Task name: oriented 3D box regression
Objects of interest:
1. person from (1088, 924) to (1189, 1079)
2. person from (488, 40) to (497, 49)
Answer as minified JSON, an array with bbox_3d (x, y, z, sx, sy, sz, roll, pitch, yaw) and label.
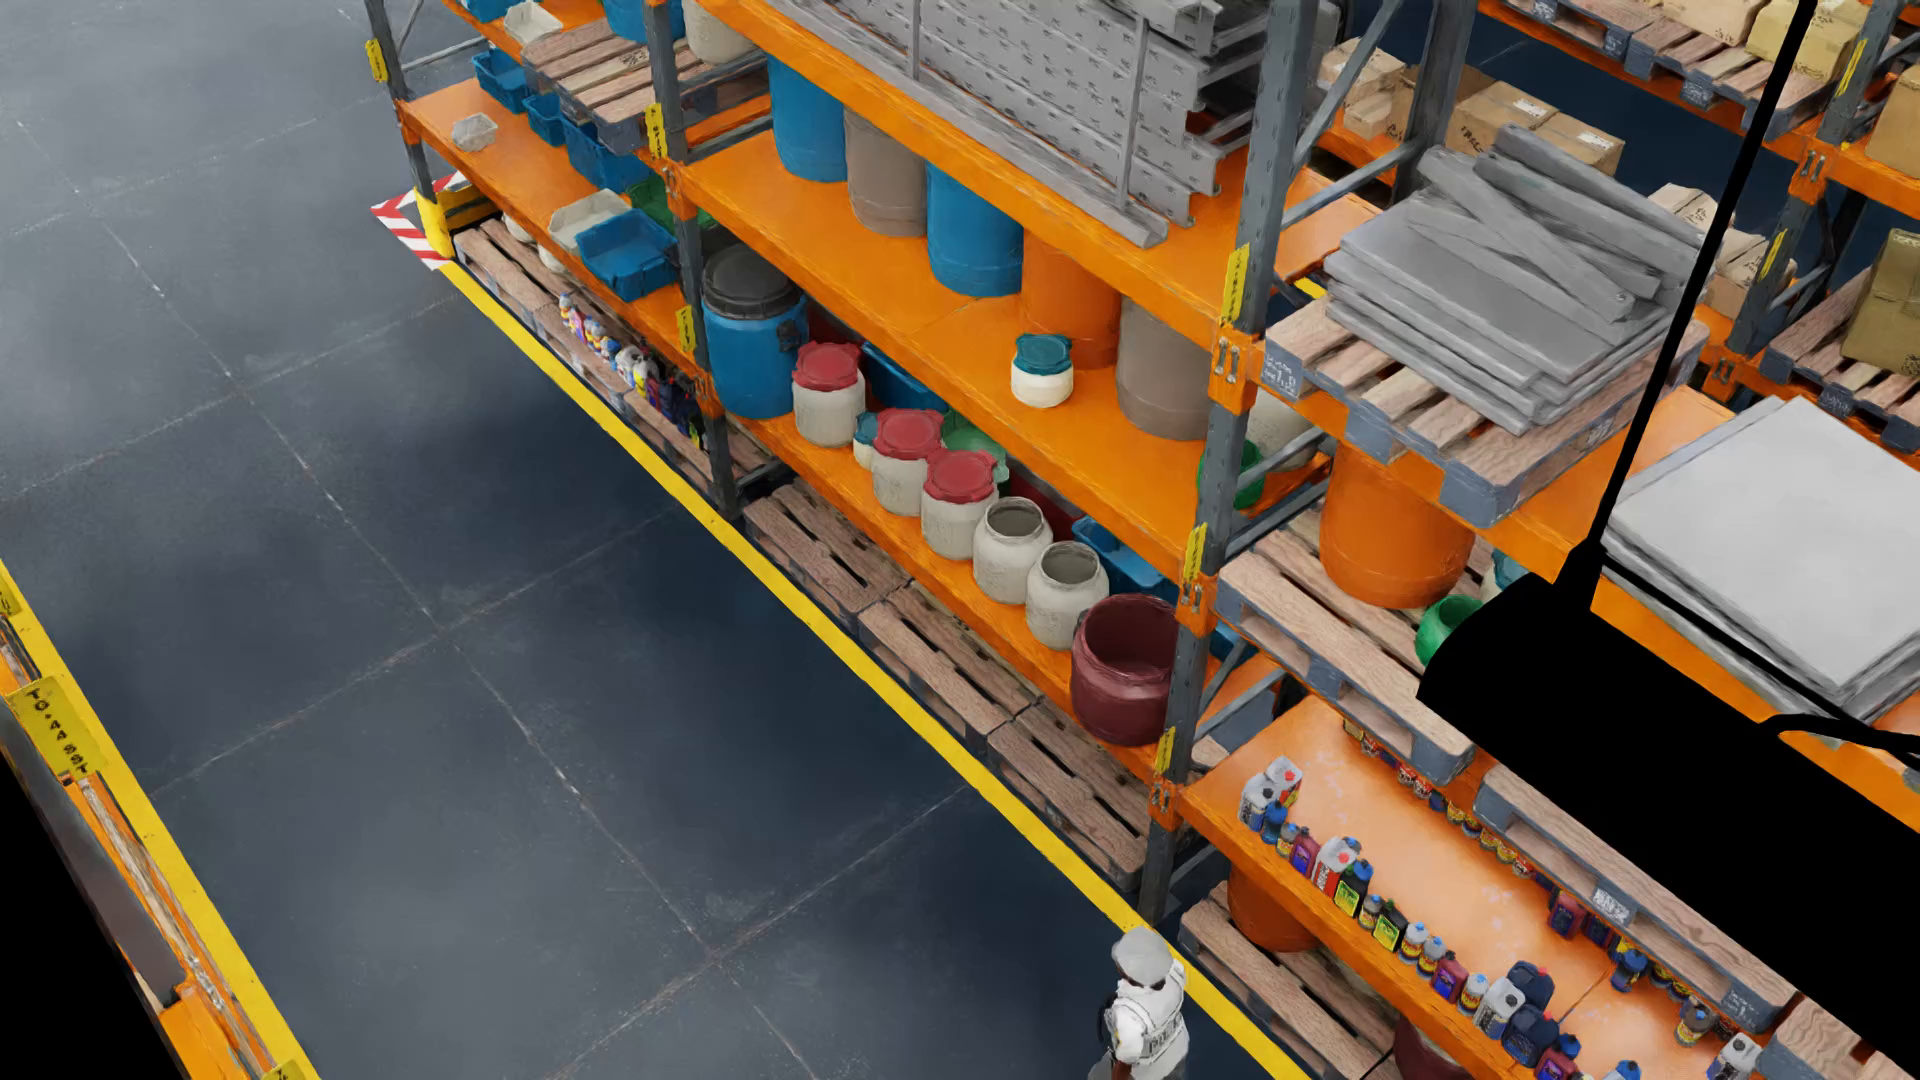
[{"bbox_3d":[0.919,2.384,7.591,0.659,1.644,0.584,33,55,27],"label":"person"},{"bbox_3d":[-3.598,-4.153,13.730,0.506,1.750,0.694,10,47,10],"label":"person"}]
